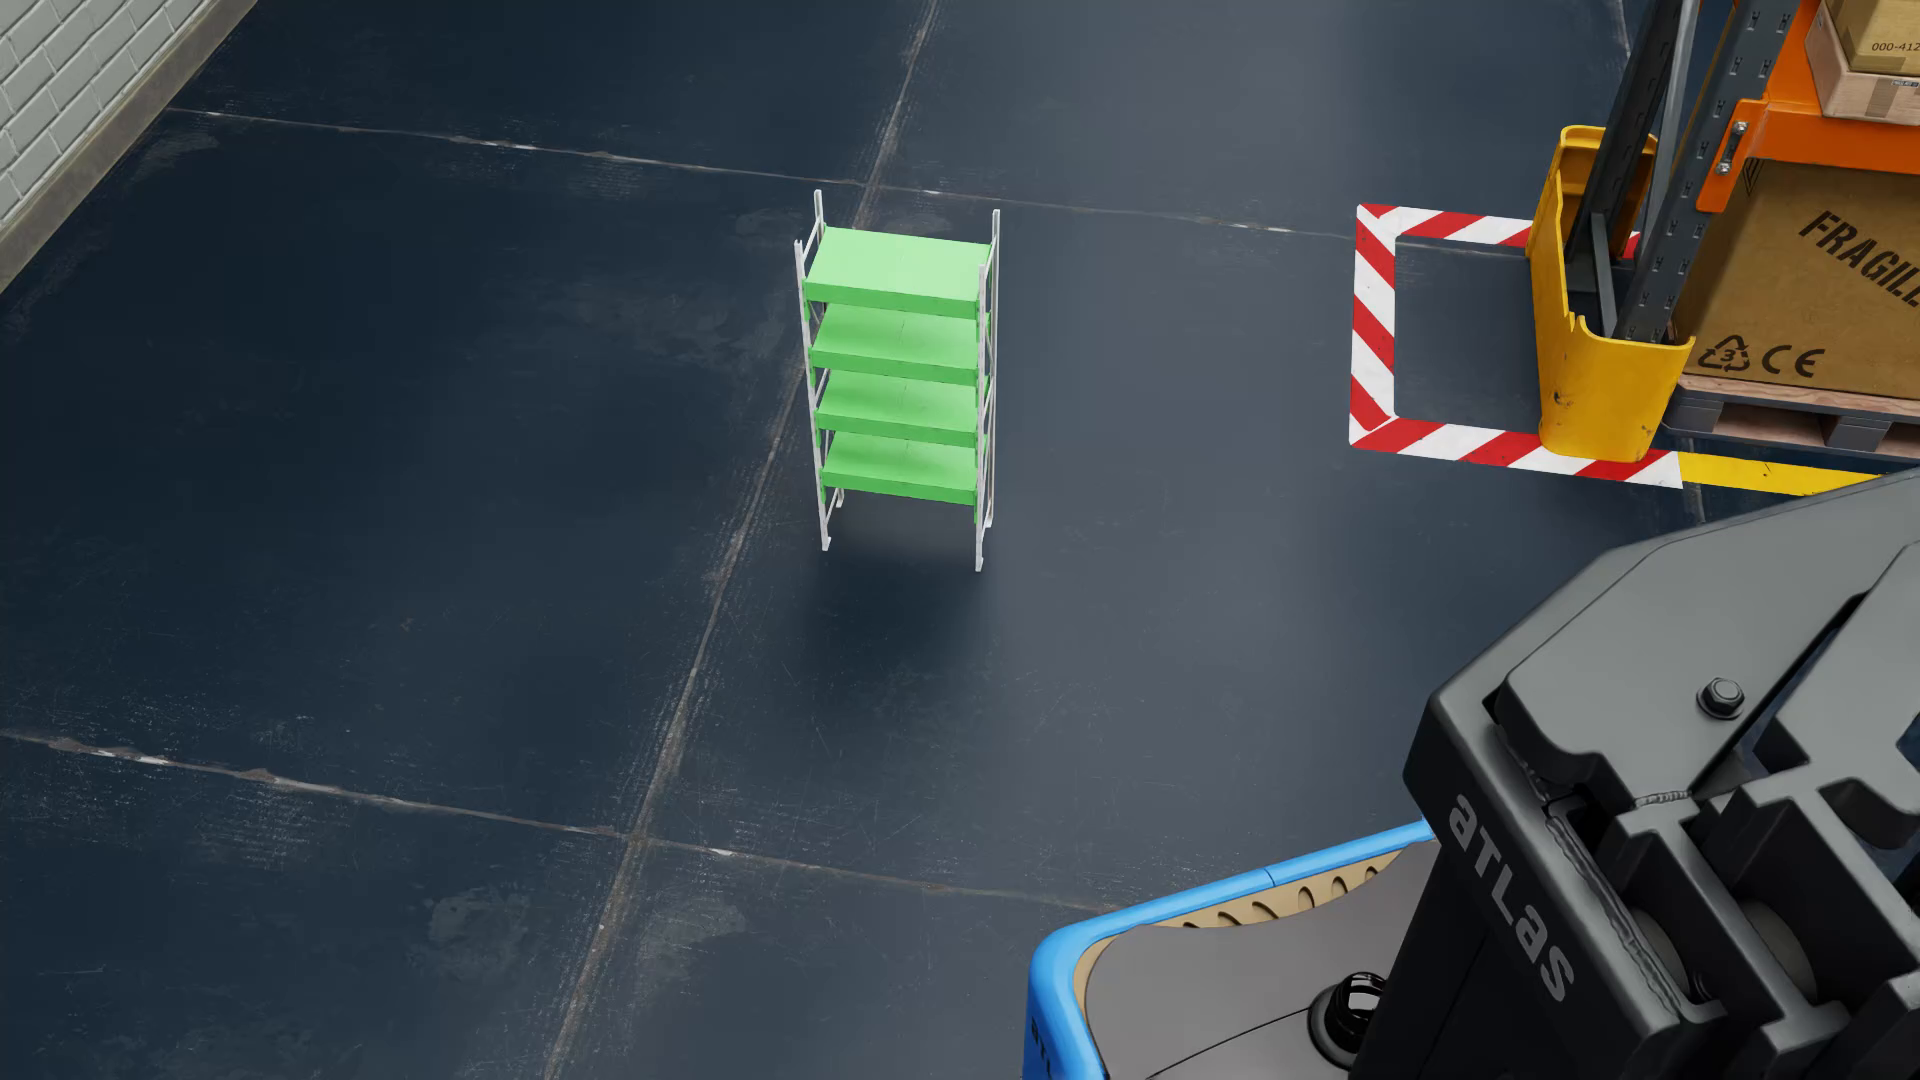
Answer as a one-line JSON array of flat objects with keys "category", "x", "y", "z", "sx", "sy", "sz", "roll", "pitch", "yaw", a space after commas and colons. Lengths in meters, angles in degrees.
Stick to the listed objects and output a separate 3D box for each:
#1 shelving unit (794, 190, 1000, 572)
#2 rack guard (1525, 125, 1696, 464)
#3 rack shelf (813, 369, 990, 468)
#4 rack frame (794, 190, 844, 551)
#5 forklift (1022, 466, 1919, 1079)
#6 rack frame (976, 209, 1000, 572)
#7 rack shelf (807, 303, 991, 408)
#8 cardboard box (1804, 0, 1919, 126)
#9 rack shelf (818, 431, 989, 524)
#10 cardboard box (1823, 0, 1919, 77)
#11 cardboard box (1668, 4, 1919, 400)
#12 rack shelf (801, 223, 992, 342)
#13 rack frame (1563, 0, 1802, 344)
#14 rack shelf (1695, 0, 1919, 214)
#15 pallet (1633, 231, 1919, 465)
[{"category": "shelving unit", "x": -0.163, "y": -0.423, "z": 4.823, "sx": 0.503, "sy": 1.200, "sz": 0.258, "roll": 8, "pitch": 49, "yaw": 7}, {"category": "rack guard", "x": 2.197, "y": -0.862, "z": 5.688, "sx": 0.348, "sy": 0.500, "sz": 1.175, "roll": 8, "pitch": 49, "yaw": 7}, {"category": "rack shelf", "x": -0.163, "y": -0.380, "z": 4.871, "sx": 0.480, "sy": 0.148, "sz": 0.258, "roll": 8, "pitch": 49, "yaw": 7}, {"category": "rack frame", "x": -0.403, "y": -0.455, "z": 4.852, "sx": 0.015, "sy": 1.200, "sz": 0.240, "roll": 8, "pitch": 49, "yaw": 7}, {"category": "forklift", "x": 1.055, "y": 1.422, "z": 2.001, "sx": 1.130, "sy": 2.935, "sz": 3.031, "roll": -14, "pitch": 49, "yaw": -12}, {"category": "rack frame", "x": 0.077, "y": -0.391, "z": 4.794, "sx": 0.015, "sy": 1.200, "sz": 0.240, "roll": 8, "pitch": 49, "yaw": 7}, {"category": "rack shelf", "x": -0.163, "y": -0.541, "z": 4.692, "sx": 0.480, "sy": 0.148, "sz": 0.258, "roll": 8, "pitch": 49, "yaw": 7}, {"category": "cardboard box", "x": 2.511, "y": -1.322, "z": 4.590, "sx": 0.250, "sy": 0.149, "sz": 0.380, "roll": 8, "pitch": 49, "yaw": 7}, {"category": "rack shelf", "x": -0.163, "y": -0.220, "z": 5.049, "sx": 0.480, "sy": 0.148, "sz": 0.258, "roll": 8, "pitch": 49, "yaw": 7}, {"category": "cardboard box", "x": 2.645, "y": -1.482, "z": 4.466, "sx": 0.500, "sy": 0.250, "sz": 0.500, "roll": 7, "pitch": 48, "yaw": 6}, {"category": "cardboard box", "x": 2.865, "y": -1.098, "z": 5.366, "sx": 0.875, "sy": 0.875, "sz": 0.875, "roll": 8, "pitch": 49, "yaw": 7}, {"category": "rack shelf", "x": -0.163, "y": -0.701, "z": 4.514, "sx": 0.480, "sy": 0.148, "sz": 0.258, "roll": 8, "pitch": 49, "yaw": 7}, {"category": "rack frame", "x": 2.221, "y": -1.694, "z": 4.756, "sx": 0.127, "sy": 3.000, "sz": 1.000, "roll": 8, "pitch": 49, "yaw": 7}, {"category": "rack shelf", "x": 4.189, "y": -1.189, "z": 4.786, "sx": 4.000, "sy": 0.370, "sz": 1.077, "roll": 8, "pitch": 49, "yaw": 7}, {"category": "pallet", "x": 3.021, "y": -0.714, "z": 5.749, "sx": 1.213, "sy": 0.211, "sz": 1.003, "roll": 8, "pitch": 49, "yaw": 7}]
